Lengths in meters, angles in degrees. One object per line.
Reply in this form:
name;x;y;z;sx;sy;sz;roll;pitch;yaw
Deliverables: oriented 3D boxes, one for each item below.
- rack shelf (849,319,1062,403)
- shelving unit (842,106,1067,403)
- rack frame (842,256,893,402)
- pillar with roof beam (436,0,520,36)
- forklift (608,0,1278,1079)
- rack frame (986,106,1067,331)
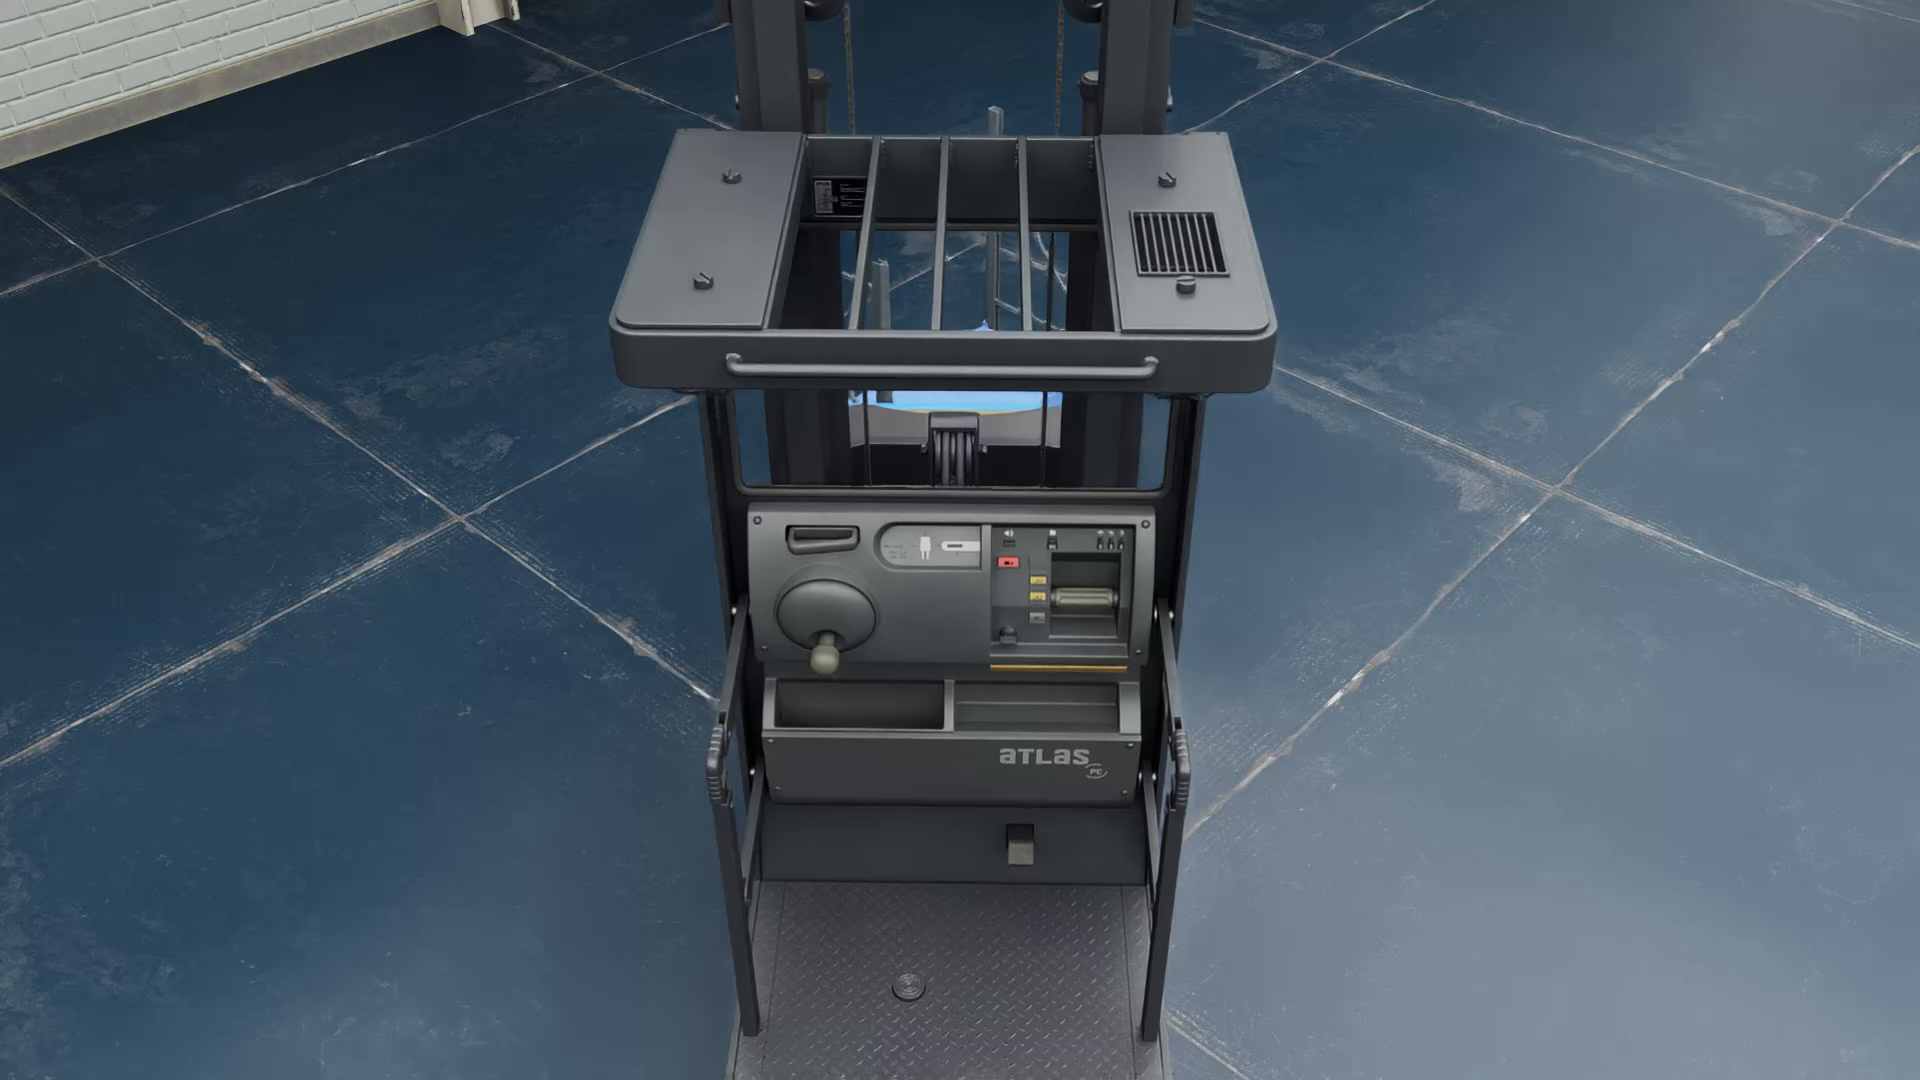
rack shelf;-0.056;-0.420;5.862;0.538;0.185;1.000;30;47;32
shelving unit;-0.056;-0.561;5.750;0.538;1.500;1.048;30;47;32
rack frame;-0.402;-0.329;5.458;0.500;1.500;0.032;30;47;32
pillar with roof beam;0.204;-4.931;5.221;9.100;9.000;0.400;30;47;32
forklift;-0.022;0.189;3.657;1.130;2.935;3.031;1;38;1
rack frame;0.290;-0.792;6.041;0.500;1.500;0.032;30;47;32
